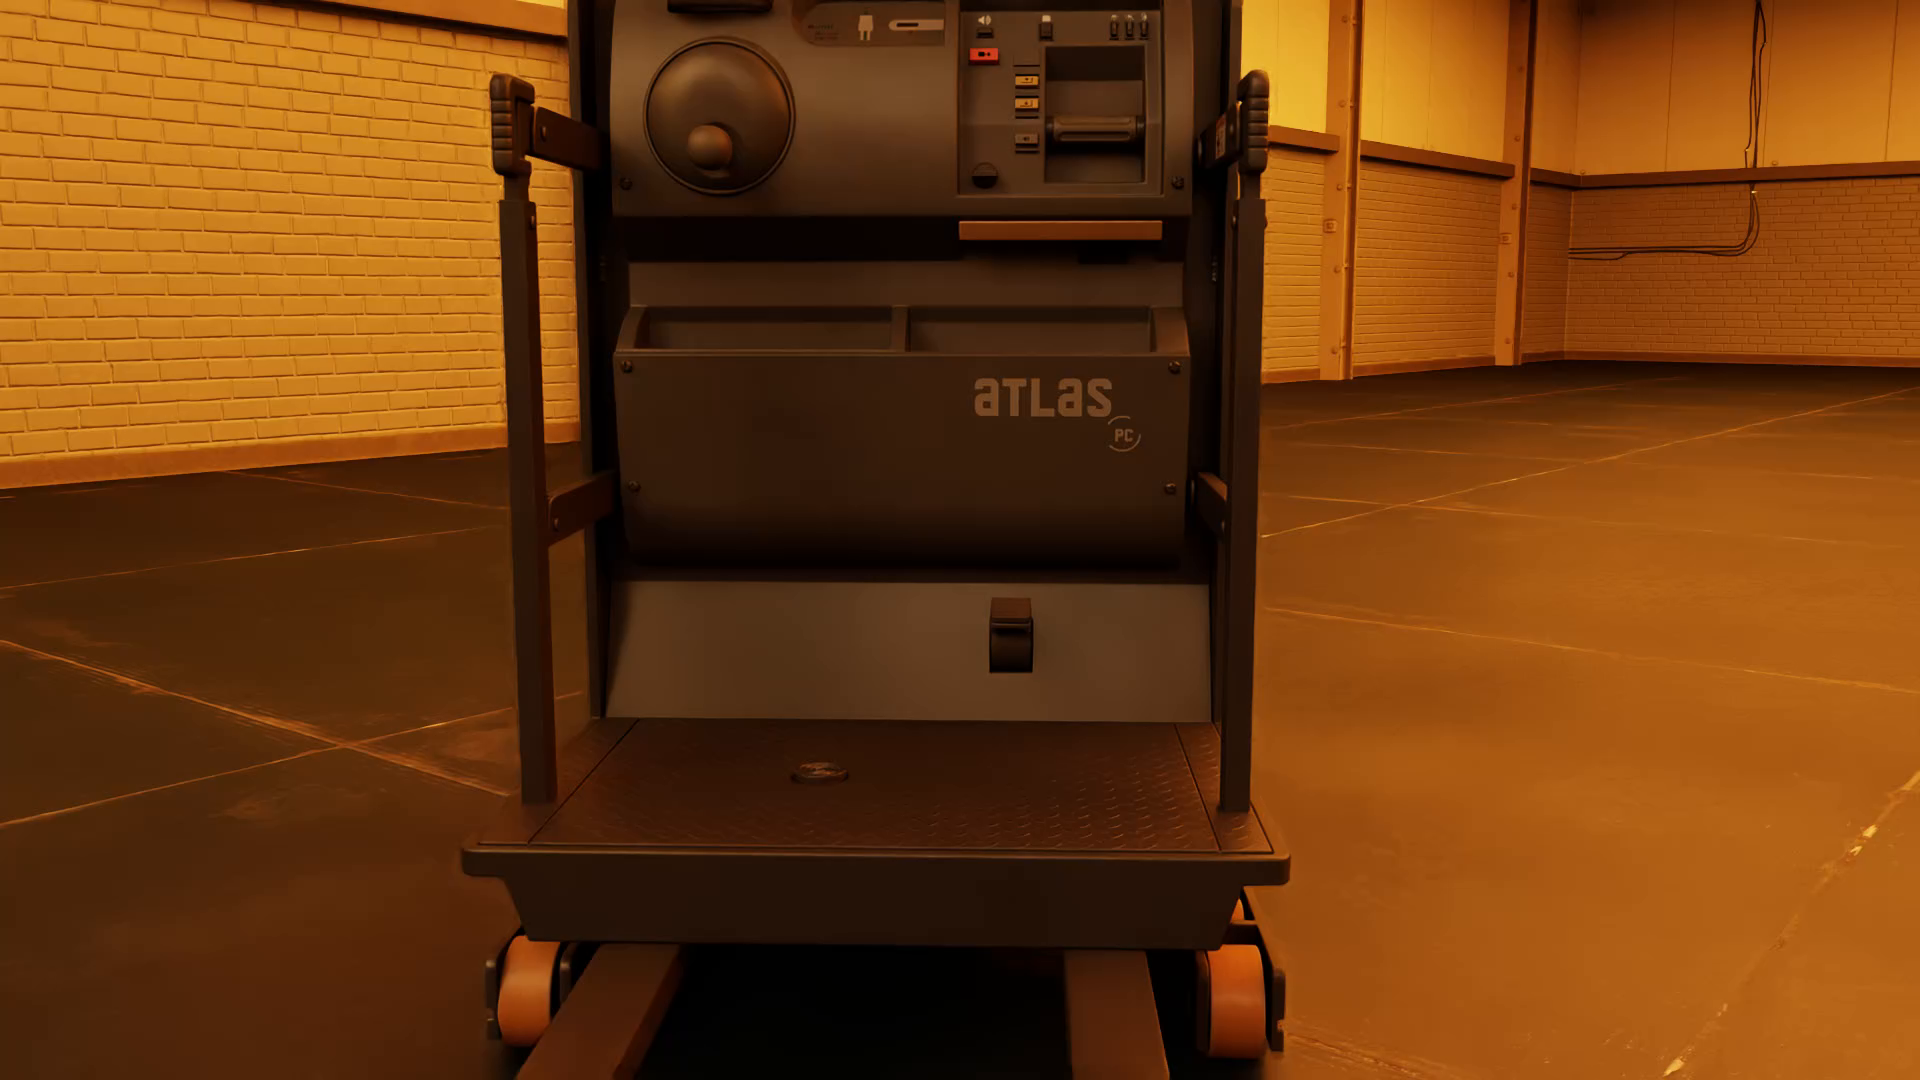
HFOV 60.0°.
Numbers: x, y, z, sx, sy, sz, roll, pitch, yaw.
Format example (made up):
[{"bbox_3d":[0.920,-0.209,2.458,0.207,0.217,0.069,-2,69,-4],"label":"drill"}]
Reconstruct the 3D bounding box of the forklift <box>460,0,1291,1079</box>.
[{"bbox_3d":[-0.099,-0.758,2.463,1.130,2.935,3.031,0,8,2],"label":"forklift"}]
